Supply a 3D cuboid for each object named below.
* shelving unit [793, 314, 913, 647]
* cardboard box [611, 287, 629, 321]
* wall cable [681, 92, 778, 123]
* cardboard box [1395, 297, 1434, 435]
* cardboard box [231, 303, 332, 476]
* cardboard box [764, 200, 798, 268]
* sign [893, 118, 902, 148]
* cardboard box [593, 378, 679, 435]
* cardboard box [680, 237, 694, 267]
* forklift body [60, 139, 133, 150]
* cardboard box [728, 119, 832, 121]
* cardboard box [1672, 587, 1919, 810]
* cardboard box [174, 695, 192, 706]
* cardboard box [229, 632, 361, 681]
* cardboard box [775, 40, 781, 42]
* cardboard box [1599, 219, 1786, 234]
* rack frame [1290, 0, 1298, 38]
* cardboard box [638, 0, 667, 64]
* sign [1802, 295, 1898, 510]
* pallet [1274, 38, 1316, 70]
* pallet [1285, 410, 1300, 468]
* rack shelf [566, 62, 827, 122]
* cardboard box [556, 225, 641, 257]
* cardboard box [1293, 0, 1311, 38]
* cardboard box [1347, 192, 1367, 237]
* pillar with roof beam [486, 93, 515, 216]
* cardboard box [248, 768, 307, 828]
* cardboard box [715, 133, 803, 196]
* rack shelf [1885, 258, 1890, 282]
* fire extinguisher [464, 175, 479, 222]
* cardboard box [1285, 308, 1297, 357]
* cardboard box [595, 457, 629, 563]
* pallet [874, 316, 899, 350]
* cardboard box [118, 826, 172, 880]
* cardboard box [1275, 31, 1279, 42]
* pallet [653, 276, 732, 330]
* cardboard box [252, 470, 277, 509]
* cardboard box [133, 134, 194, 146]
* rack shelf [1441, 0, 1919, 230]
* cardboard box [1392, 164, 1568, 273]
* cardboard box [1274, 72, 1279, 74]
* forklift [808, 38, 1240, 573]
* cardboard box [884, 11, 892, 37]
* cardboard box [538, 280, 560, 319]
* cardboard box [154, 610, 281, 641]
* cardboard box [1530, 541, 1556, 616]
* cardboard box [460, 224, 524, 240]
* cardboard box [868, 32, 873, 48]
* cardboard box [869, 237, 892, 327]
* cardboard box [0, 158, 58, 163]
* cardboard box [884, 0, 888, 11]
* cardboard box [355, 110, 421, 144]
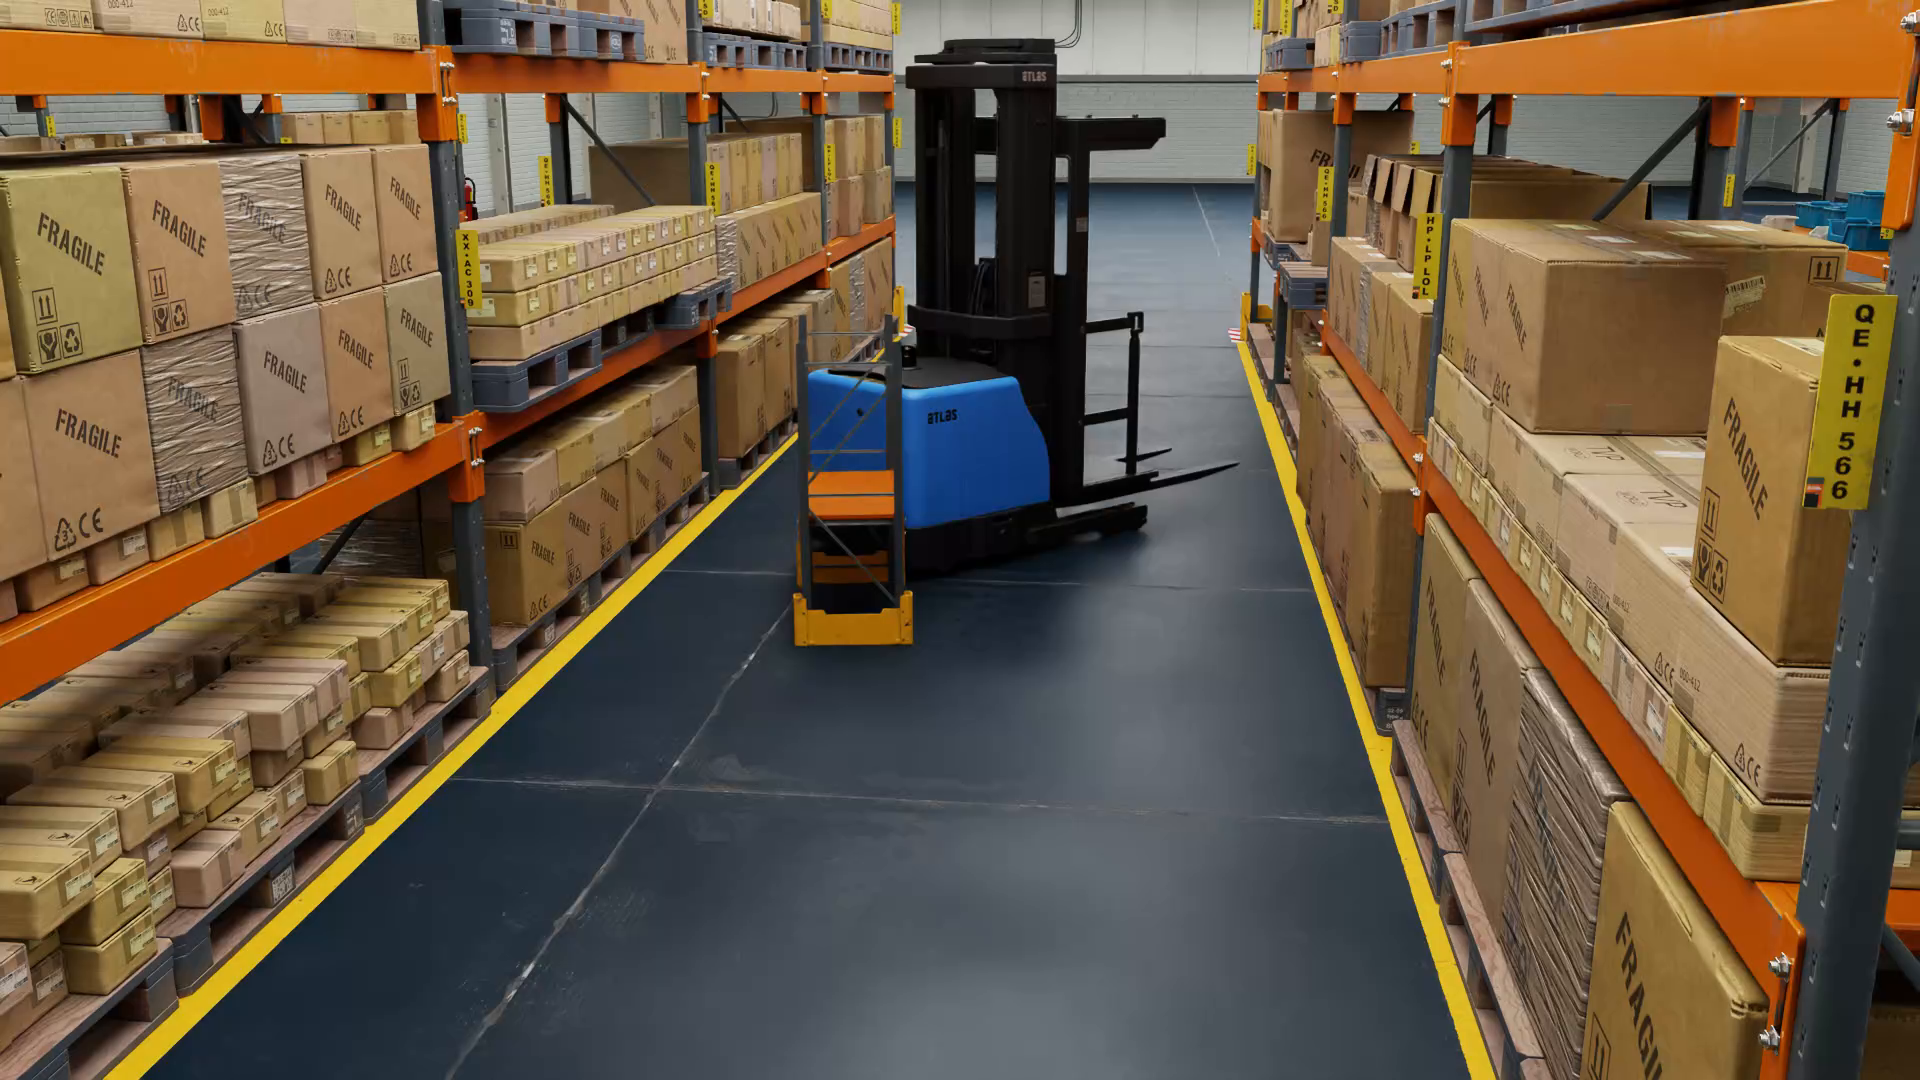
[{"bbox_3d":[-0.568,-0.344,8.561,0.587,1.500,1.083,-1,15,-4],"label":"shelving unit"},{"bbox_3d":[-1.943,-1.231,8.644,0.380,0.149,0.250,1,15,5],"label":"cardboard box"},{"bbox_3d":[-7.037,-13.848,50.084,3.097,2.526,0.112,2,15,6],"label":"wall cable"},{"bbox_3d":[2.112,-0.727,6.913,0.500,0.500,0.500,2,15,6],"label":"cardboard box"},{"bbox_3d":[-2.477,-0.516,5.564,0.500,0.500,0.500,2,15,6],"label":"cardboard box"},{"bbox_3d":[-1.591,-2.440,13.246,0.500,0.500,0.500,2,15,7],"label":"cardboard box"},{"bbox_3d":[-0.695,-4.488,18.341,0.100,0.325,0.005,2,15,6],"label":"sign"},{"bbox_3d":[-1.998,-0.801,9.925,0.500,0.250,0.500,2,15,7],"label":"cardboard box"},{"bbox_3d":[-1.794,-1.705,9.829,0.380,0.149,0.250,2,15,8],"label":"cardboard box"},{"bbox_3d":[-9.496,-3.144,17.668,2.313,2.155,1.214,2,15,6],"label":"forklift body"},{"bbox_3d":[-1.661,-3.631,15.488,0.875,0.550,0.550,2,15,6],"label":"cardboard box"},{"bbox_3d":[1.670,0.283,3.086,0.500,0.250,0.500,1,15,5],"label":"cardboard box"},{"bbox_3d":[-2.964,0.666,6.041,0.380,0.149,0.250,2,15,9],"label":"cardboard box"},{"bbox_3d":[-2.485,0.462,6.226,0.380,0.149,0.250,2,15,8],"label":"cardboard box"},{"bbox_3d":[-1.875,-4.677,15.451,0.380,0.149,0.250,2,15,6],"label":"cardboard box"},{"bbox_3d":[2.544,-0.856,5.861,0.500,0.500,0.500,2,15,8],"label":"cardboard box"},{"bbox_3d":[3.233,-5.520,13.338,1.000,3.000,0.127,2,15,6],"label":"rack frame"},{"bbox_3d":[-1.990,-2.970,9.461,0.500,0.500,0.500,2,15,6],"label":"cardboard box"},{"bbox_3d":[1.342,-0.205,2.502,0.100,0.325,0.005,2,15,6],"label":"sign"},{"bbox_3d":[2.944,-3.556,12.179,1.213,0.211,1.003,2,15,6],"label":"pallet"},{"bbox_3d":[3.012,-0.759,12.565,1.003,0.211,1.213,2,15,6],"label":"pallet"},{"bbox_3d":[-1.909,-3.379,12.543,1.077,0.370,4.000,2,15,6],"label":"rack shelf"},{"bbox_3d":[-1.913,-1.585,8.813,0.380,0.149,0.250,2,15,8],"label":"cardboard box"},{"bbox_3d":[3.082,-4.206,13.221,0.797,0.503,0.637,1,15,3],"label":"cardboard box"},{"bbox_3d":[2.803,-1.979,10.739,0.500,0.500,0.500,0,15,-1],"label":"cardboard box"},{"bbox_3d":[-5.760,-11.383,35.018,9.100,9.000,0.400,2,15,6],"label":"pillar with roof beam"},{"bbox_3d":[-2.505,0.897,5.754,0.380,0.149,0.250,2,15,7],"label":"cardboard box"},{"bbox_3d":[-1.734,-3.199,14.138,0.700,0.500,0.500,1,15,5],"label":"cardboard box"},{"bbox_3d":[7.929,-1.613,11.757,1.077,0.370,4.000,2,15,6],"label":"rack shelf"},{"bbox_3d":[-5.691,-3.933,19.107,0.296,0.674,0.183,2,15,6],"label":"fire extinguisher"},{"bbox_3d":[3.367,-2.035,15.926,0.500,0.500,0.500,0,15,1],"label":"cardboard box"},{"bbox_3d":[-2.136,-0.175,9.048,0.500,0.500,0.500,2,15,7],"label":"cardboard box"},{"bbox_3d":[-1.245,-2.278,18.184,1.003,0.211,1.213,2,15,6],"label":"pallet"},{"bbox_3d":[-2.625,0.947,5.002,0.380,0.149,0.250,1,15,4],"label":"cardboard box"},{"bbox_3d":[3.243,-4.829,16.051,0.380,0.149,0.250,1,15,4],"label":"cardboard box"},{"bbox_3d":[-2.110,-1.479,10.252,1.213,0.211,1.003,2,15,6],"label":"pallet"},{"bbox_3d":[-2.533,-0.180,5.563,0.380,0.149,0.250,1,15,5],"label":"cardboard box"},{"bbox_3d":[-6.514,-3.247,13.614,0.380,0.149,0.250,1,15,4],"label":"cardboard box"},{"bbox_3d":[2.105,-1.132,4.232,1.077,0.370,4.000,2,15,6],"label":"rack shelf"},{"bbox_3d":[2.538,-1.587,8.172,0.797,0.503,0.637,2,15,8],"label":"cardboard box"},{"bbox_3d":[3.147,-4.393,15.204,0.500,0.250,0.500,2,15,6],"label":"cardboard box"},{"bbox_3d":[0.536,-1.529,10.201,3.031,2.935,1.130,-13,20,-39],"label":"forklift"},{"bbox_3d":[-1.010,-5.469,17.617,0.500,0.250,0.500,2,15,7],"label":"cardboard box"},{"bbox_3d":[-2.058,-1.103,7.601,0.380,0.149,0.250,1,15,5],"label":"cardboard box"},{"bbox_3d":[-2.901,0.384,6.511,0.380,0.149,0.250,1,15,5],"label":"cardboard box"},{"bbox_3d":[1.765,0.111,4.488,0.380,0.149,0.250,2,15,7],"label":"cardboard box"},{"bbox_3d":[-2.558,-1.608,8.900,0.380,0.149,0.250,1,15,5],"label":"cardboard box"},{"bbox_3d":[-1.077,-4.986,16.594,0.380,0.149,0.250,2,15,7],"label":"cardboard box"},{"bbox_3d":[-1.243,-2.833,18.160,0.875,0.875,0.875,2,15,7],"label":"cardboard box"},{"bbox_3d":[-3.070,-0.889,5.026,0.500,0.500,0.500,1,15,4],"label":"cardboard box"},{"bbox_3d":[-0.963,-5.635,17.465,0.380,0.149,0.250,2,15,7],"label":"cardboard box"},{"bbox_3d":[-6.023,-4.223,17.356,0.700,0.500,0.500,2,15,6],"label":"cardboard box"}]
